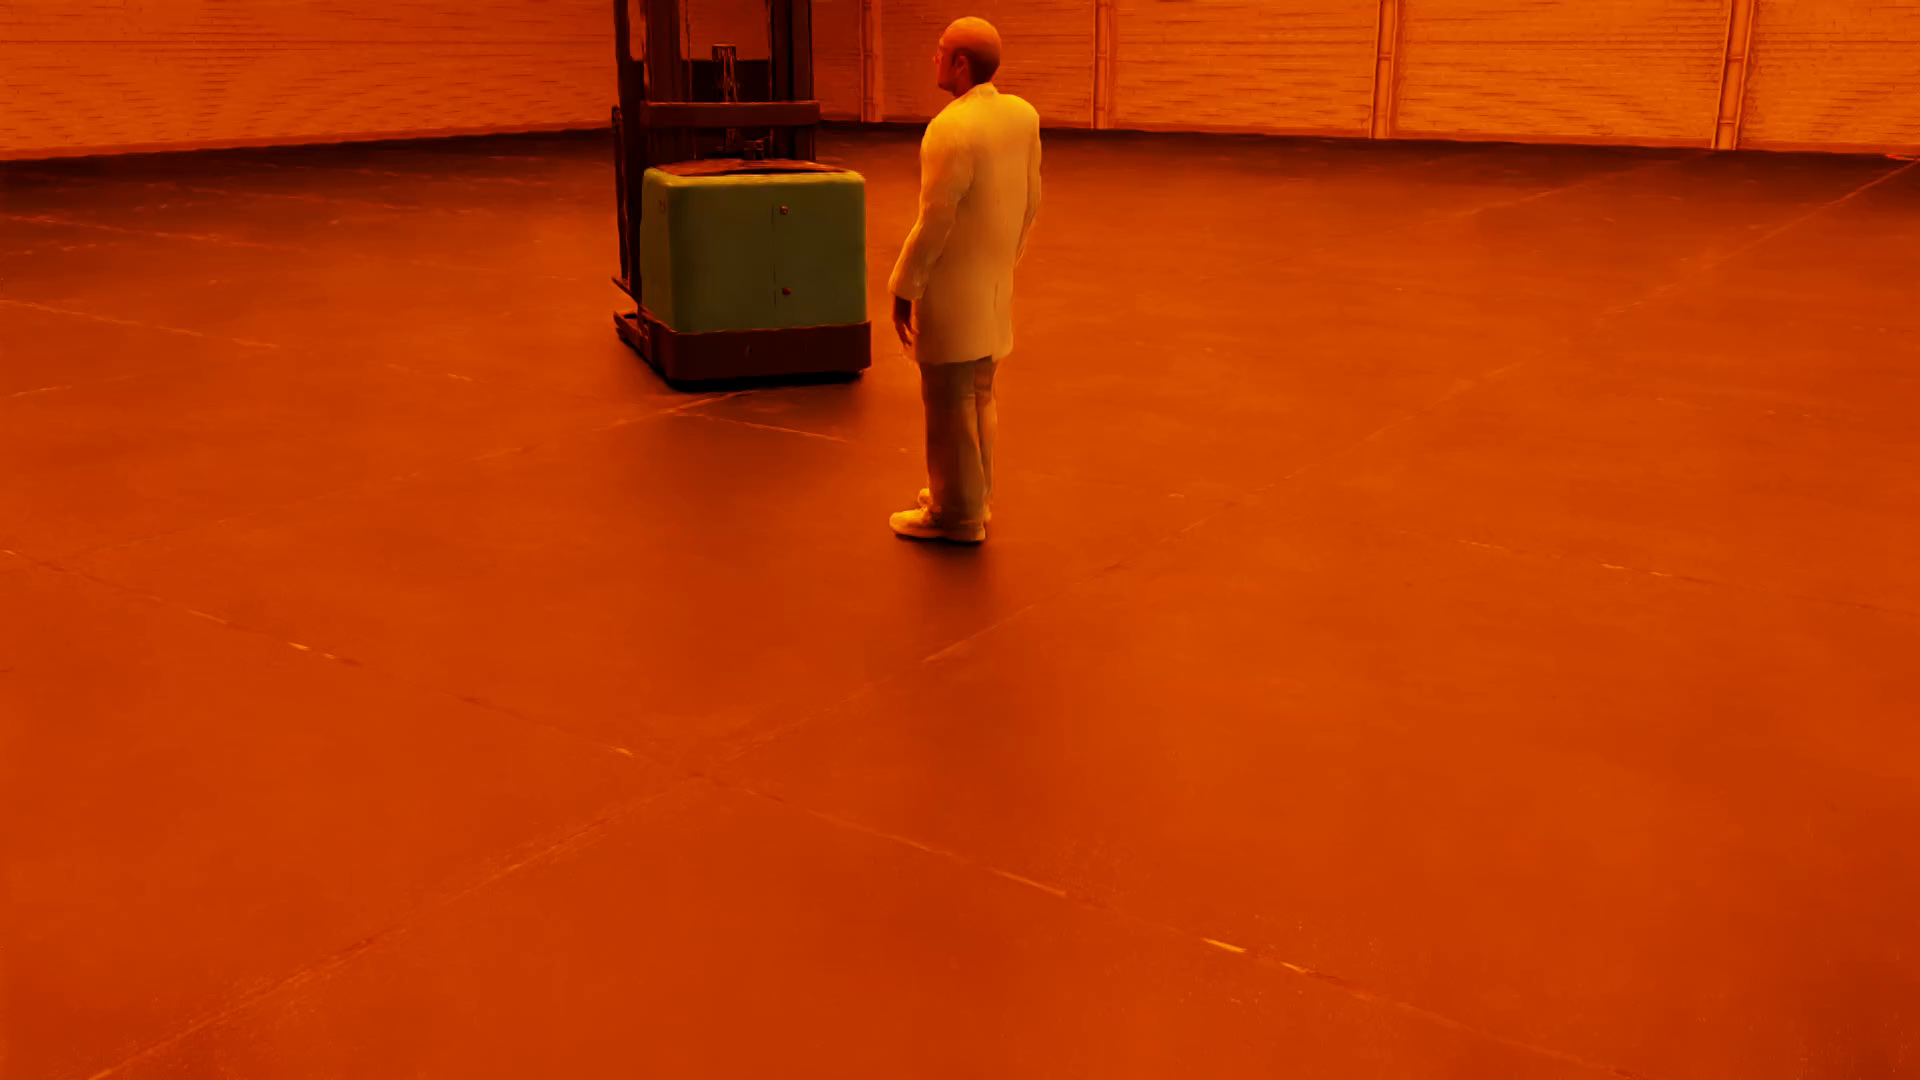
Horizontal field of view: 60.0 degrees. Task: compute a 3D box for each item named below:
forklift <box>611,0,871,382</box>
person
[{"bbox_3d":[-1.441,-2.595,9.509,1.130,2.935,3.031,-6,18,-19],"label":"forklift"},{"bbox_3d":[-0.072,-0.874,5.745,0.579,1.776,0.694,11,20,33],"label":"person"}]
